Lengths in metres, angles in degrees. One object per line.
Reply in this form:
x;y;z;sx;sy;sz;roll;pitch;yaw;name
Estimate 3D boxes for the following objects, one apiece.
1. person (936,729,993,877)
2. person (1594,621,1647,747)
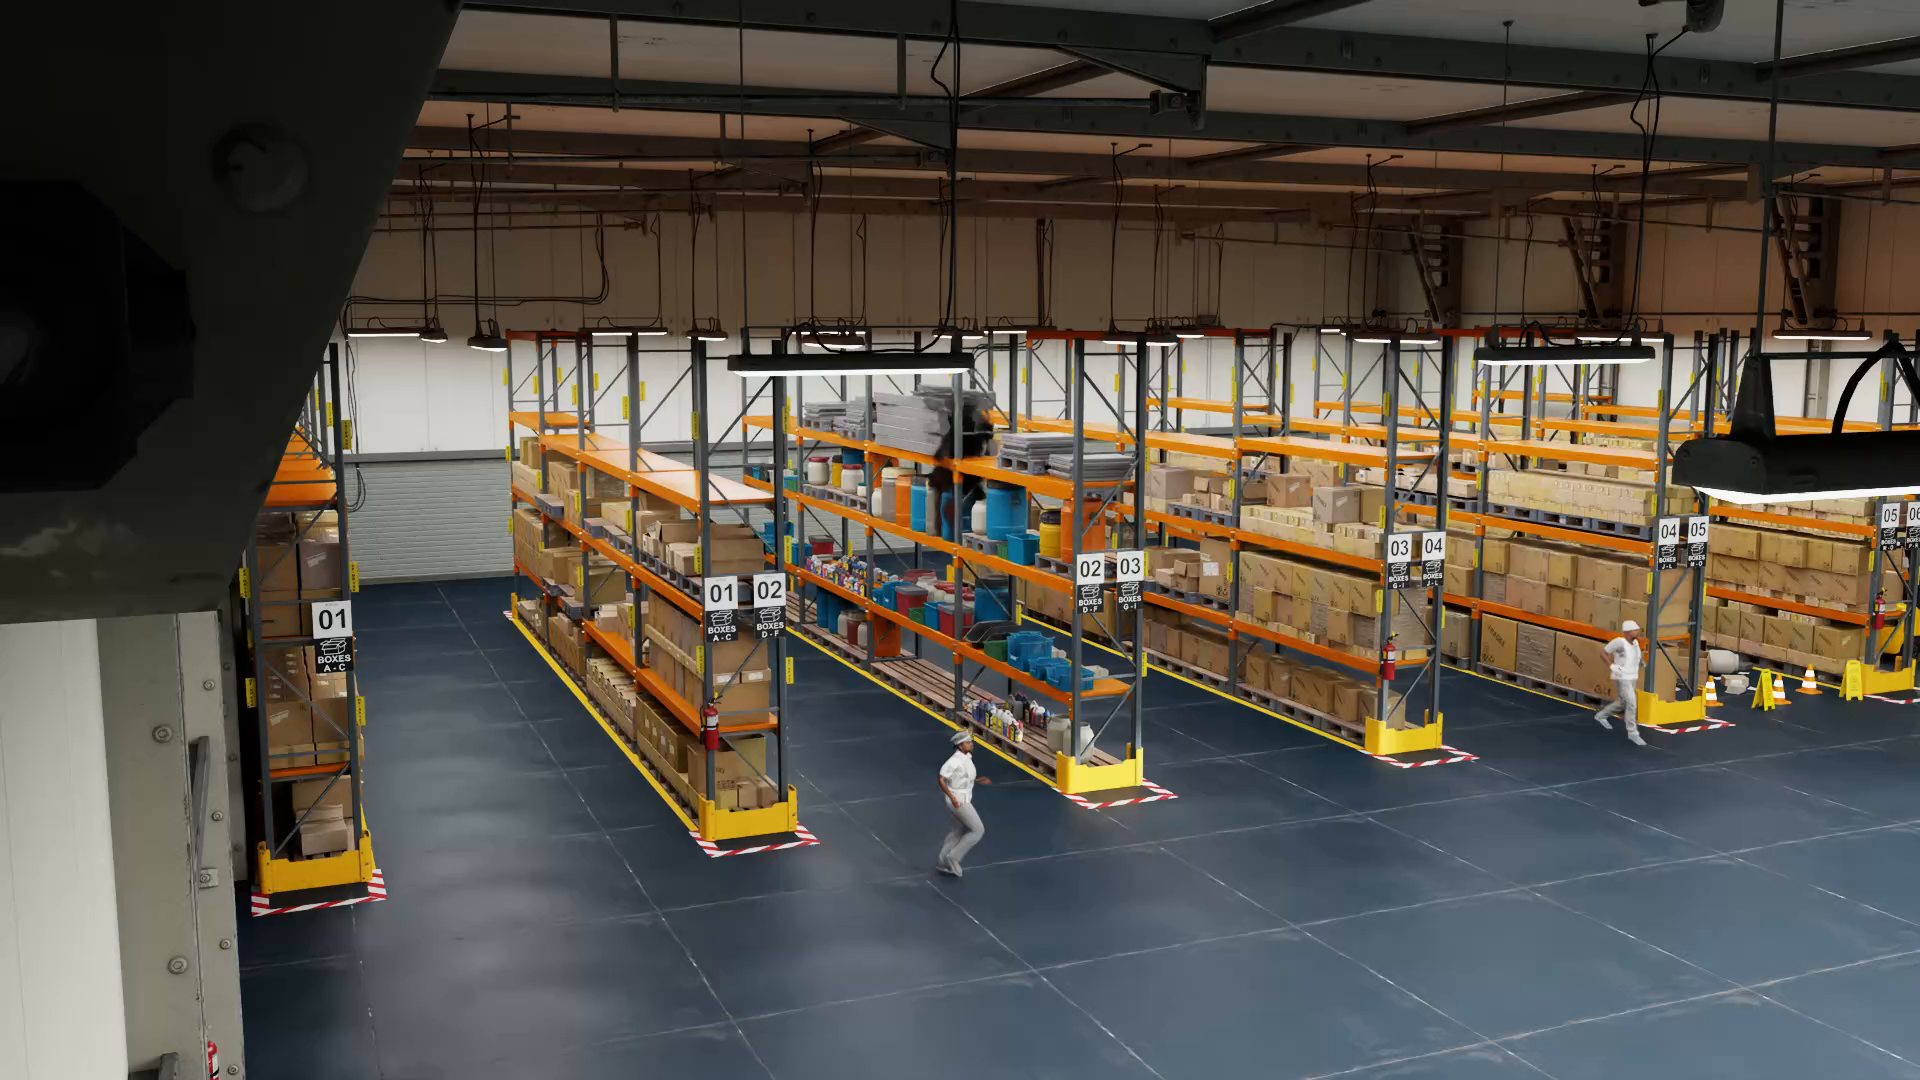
0.050;2.956;18.804;0.631;1.685;0.554;1;8;7;person
9.969;2.081;24.857;0.699;1.774;0.999;-7;10;-40;person
